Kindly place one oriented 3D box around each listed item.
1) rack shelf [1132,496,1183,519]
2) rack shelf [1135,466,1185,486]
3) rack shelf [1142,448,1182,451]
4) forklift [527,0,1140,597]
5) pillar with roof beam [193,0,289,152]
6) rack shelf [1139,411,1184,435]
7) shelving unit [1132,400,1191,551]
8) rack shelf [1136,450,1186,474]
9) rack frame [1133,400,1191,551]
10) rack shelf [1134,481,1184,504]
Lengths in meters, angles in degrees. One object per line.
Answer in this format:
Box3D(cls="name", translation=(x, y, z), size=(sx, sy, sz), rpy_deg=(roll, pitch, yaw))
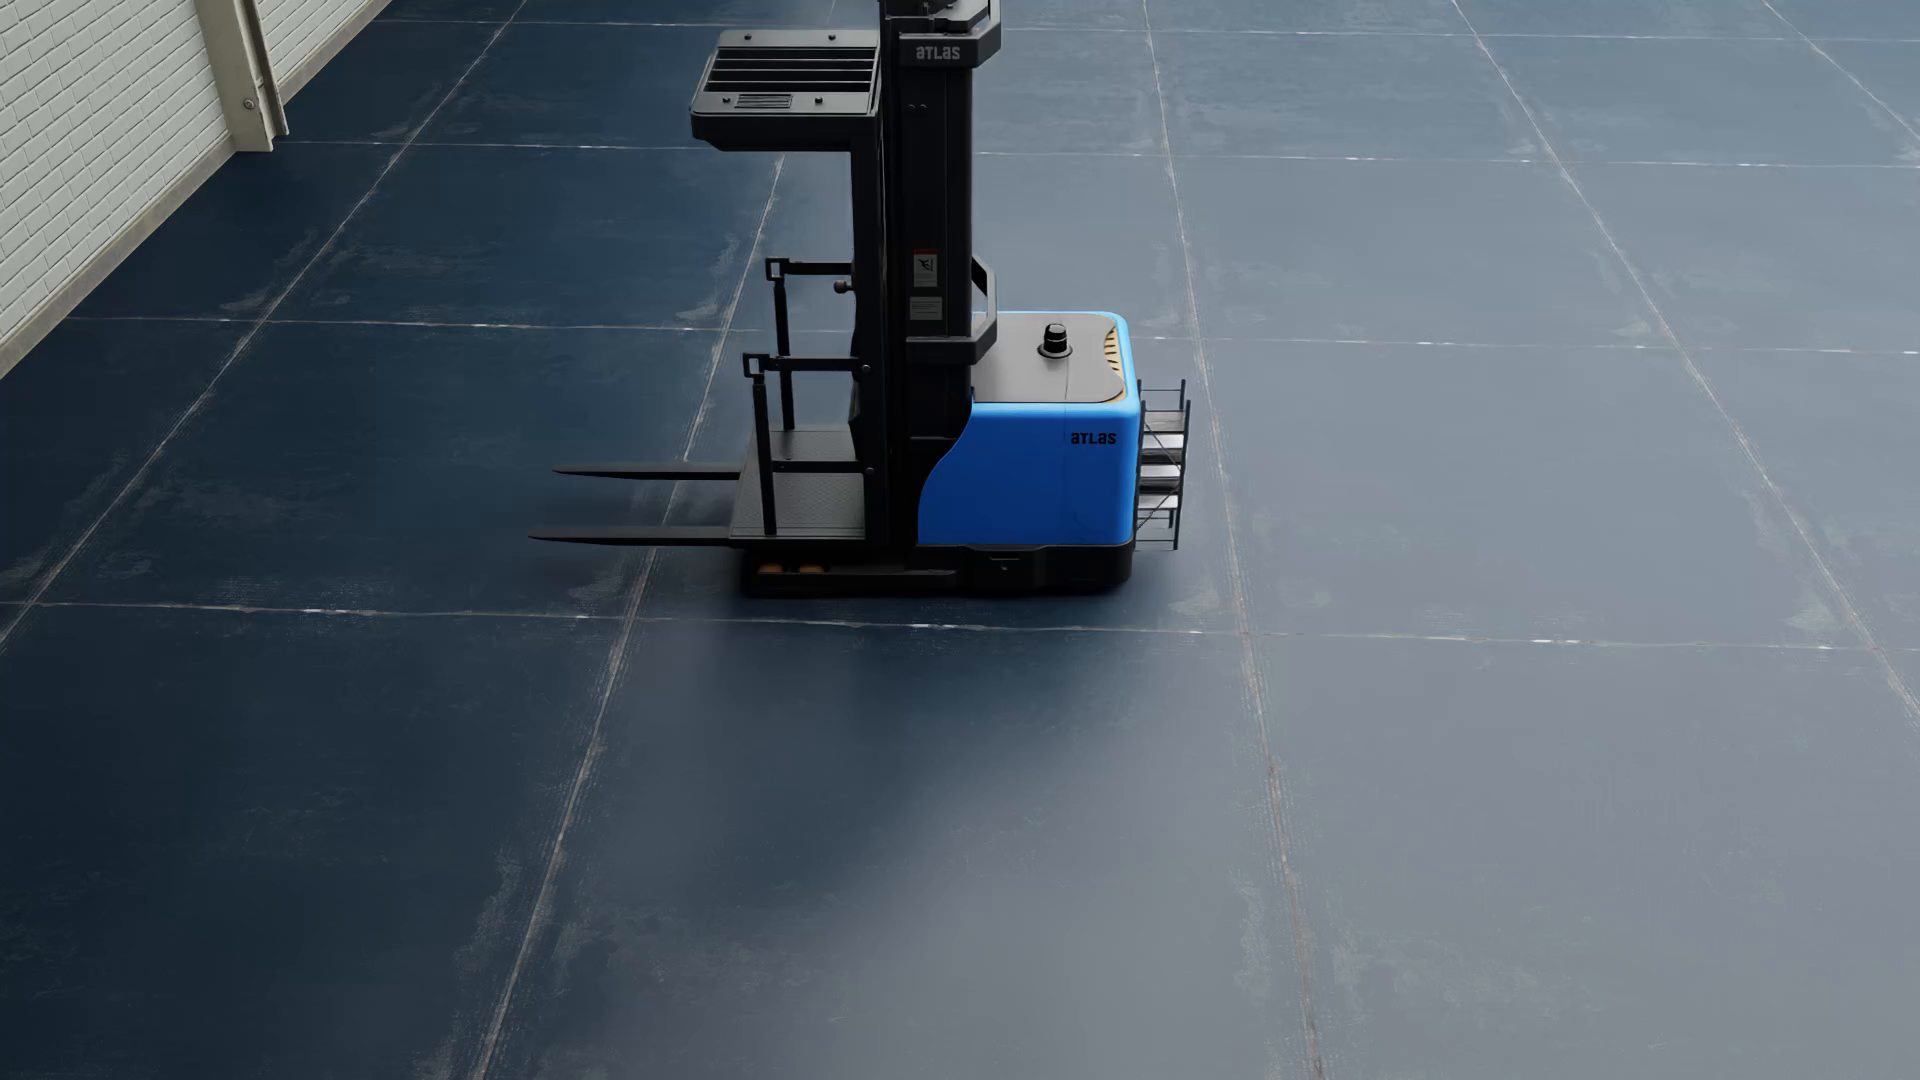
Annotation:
Box3D(cls="rack shelf", translation=(1.004, -0.198, 8.565), size=(0.258, 0.077, 0.200), rpy_deg=(0, 35, -1))
Box3D(cls="rack shelf", translation=(1.004, -0.345, 8.462), size=(0.258, 0.077, 0.200), rpy_deg=(0, 35, -1))
Box3D(cls="rack shelf", translation=(1.004, -0.504, 8.350), size=(0.199, 0.015, 0.184), rpy_deg=(0, 35, -1))
Box3D(cls="forklift", translation=(-0.655, -1.196, 7.903), size=(3.031, 2.867, 1.129), rpy_deg=(0, 35, 0))
Box3D(cls="pillar with roof beam", translation=(-1.244, -6.743, 10.464), size=(9.100, 9.000, 0.400), rpy_deg=(1, 35, 2))
Box3D(cls="rack shelf", translation=(1.004, -0.583, 8.295), size=(0.221, 0.026, 0.190), rpy_deg=(0, 35, -1))
Box3D(cls="shelving unit", translation=(1.004, -0.371, 8.441), size=(0.258, 0.900, 0.205), rpy_deg=(0, 35, -1))
Box3D(cls="rack shelf", translation=(1.004, -0.419, 8.410), size=(0.258, 0.077, 0.200), rpy_deg=(0, 35, -1))
Box3D(cls="rack frame", translation=(1.005, -0.314, 8.360), size=(0.240, 0.900, 0.006), rpy_deg=(0, 35, -1))
Box3D(cls="rack shelf", translation=(1.004, -0.271, 8.514), size=(0.258, 0.077, 0.200), rpy_deg=(0, 35, -1))
